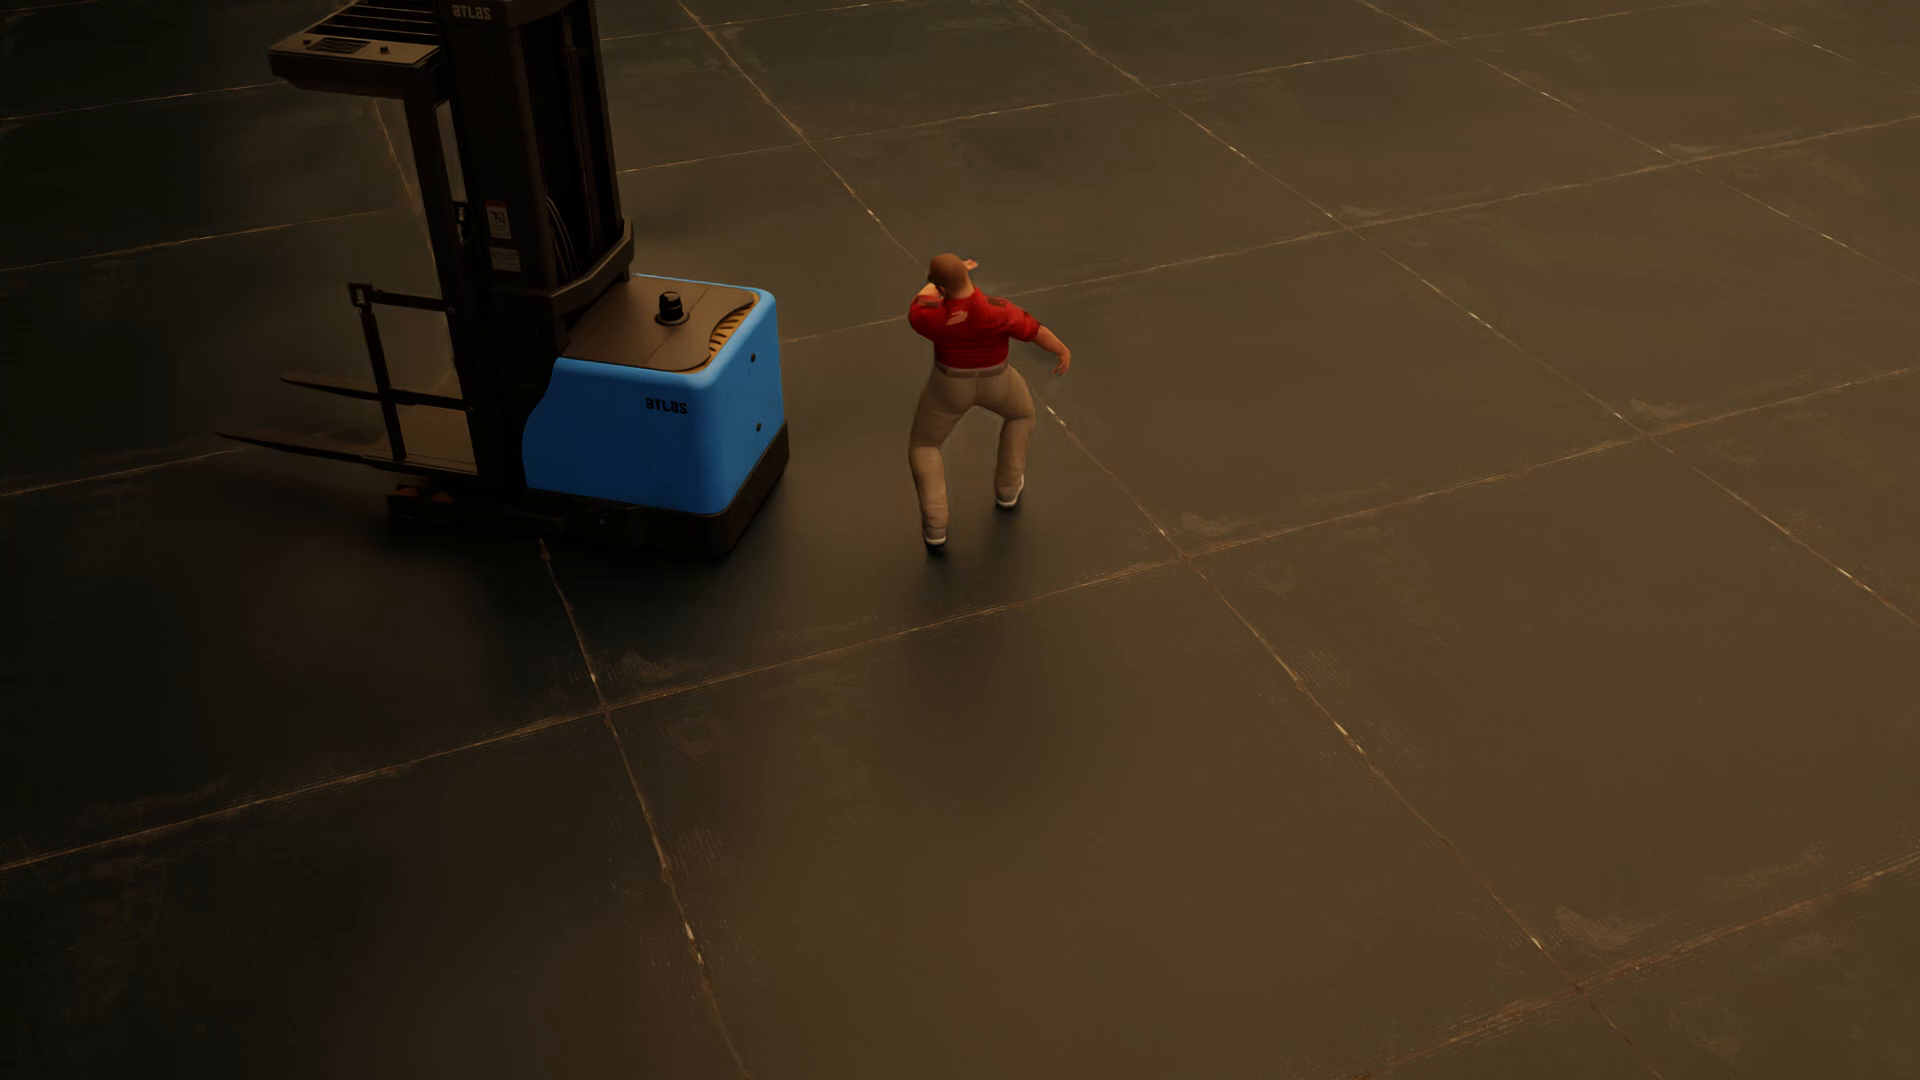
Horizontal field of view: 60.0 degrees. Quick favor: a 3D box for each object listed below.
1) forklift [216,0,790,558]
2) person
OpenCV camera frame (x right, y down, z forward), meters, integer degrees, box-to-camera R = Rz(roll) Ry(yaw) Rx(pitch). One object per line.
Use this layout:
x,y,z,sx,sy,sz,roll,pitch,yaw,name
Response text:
-2.512,-1.563,8.297,3.031,2.935,1.130,9,36,12,forklift
0.135,-0.850,8.453,0.854,1.560,0.853,-6,36,-9,person
